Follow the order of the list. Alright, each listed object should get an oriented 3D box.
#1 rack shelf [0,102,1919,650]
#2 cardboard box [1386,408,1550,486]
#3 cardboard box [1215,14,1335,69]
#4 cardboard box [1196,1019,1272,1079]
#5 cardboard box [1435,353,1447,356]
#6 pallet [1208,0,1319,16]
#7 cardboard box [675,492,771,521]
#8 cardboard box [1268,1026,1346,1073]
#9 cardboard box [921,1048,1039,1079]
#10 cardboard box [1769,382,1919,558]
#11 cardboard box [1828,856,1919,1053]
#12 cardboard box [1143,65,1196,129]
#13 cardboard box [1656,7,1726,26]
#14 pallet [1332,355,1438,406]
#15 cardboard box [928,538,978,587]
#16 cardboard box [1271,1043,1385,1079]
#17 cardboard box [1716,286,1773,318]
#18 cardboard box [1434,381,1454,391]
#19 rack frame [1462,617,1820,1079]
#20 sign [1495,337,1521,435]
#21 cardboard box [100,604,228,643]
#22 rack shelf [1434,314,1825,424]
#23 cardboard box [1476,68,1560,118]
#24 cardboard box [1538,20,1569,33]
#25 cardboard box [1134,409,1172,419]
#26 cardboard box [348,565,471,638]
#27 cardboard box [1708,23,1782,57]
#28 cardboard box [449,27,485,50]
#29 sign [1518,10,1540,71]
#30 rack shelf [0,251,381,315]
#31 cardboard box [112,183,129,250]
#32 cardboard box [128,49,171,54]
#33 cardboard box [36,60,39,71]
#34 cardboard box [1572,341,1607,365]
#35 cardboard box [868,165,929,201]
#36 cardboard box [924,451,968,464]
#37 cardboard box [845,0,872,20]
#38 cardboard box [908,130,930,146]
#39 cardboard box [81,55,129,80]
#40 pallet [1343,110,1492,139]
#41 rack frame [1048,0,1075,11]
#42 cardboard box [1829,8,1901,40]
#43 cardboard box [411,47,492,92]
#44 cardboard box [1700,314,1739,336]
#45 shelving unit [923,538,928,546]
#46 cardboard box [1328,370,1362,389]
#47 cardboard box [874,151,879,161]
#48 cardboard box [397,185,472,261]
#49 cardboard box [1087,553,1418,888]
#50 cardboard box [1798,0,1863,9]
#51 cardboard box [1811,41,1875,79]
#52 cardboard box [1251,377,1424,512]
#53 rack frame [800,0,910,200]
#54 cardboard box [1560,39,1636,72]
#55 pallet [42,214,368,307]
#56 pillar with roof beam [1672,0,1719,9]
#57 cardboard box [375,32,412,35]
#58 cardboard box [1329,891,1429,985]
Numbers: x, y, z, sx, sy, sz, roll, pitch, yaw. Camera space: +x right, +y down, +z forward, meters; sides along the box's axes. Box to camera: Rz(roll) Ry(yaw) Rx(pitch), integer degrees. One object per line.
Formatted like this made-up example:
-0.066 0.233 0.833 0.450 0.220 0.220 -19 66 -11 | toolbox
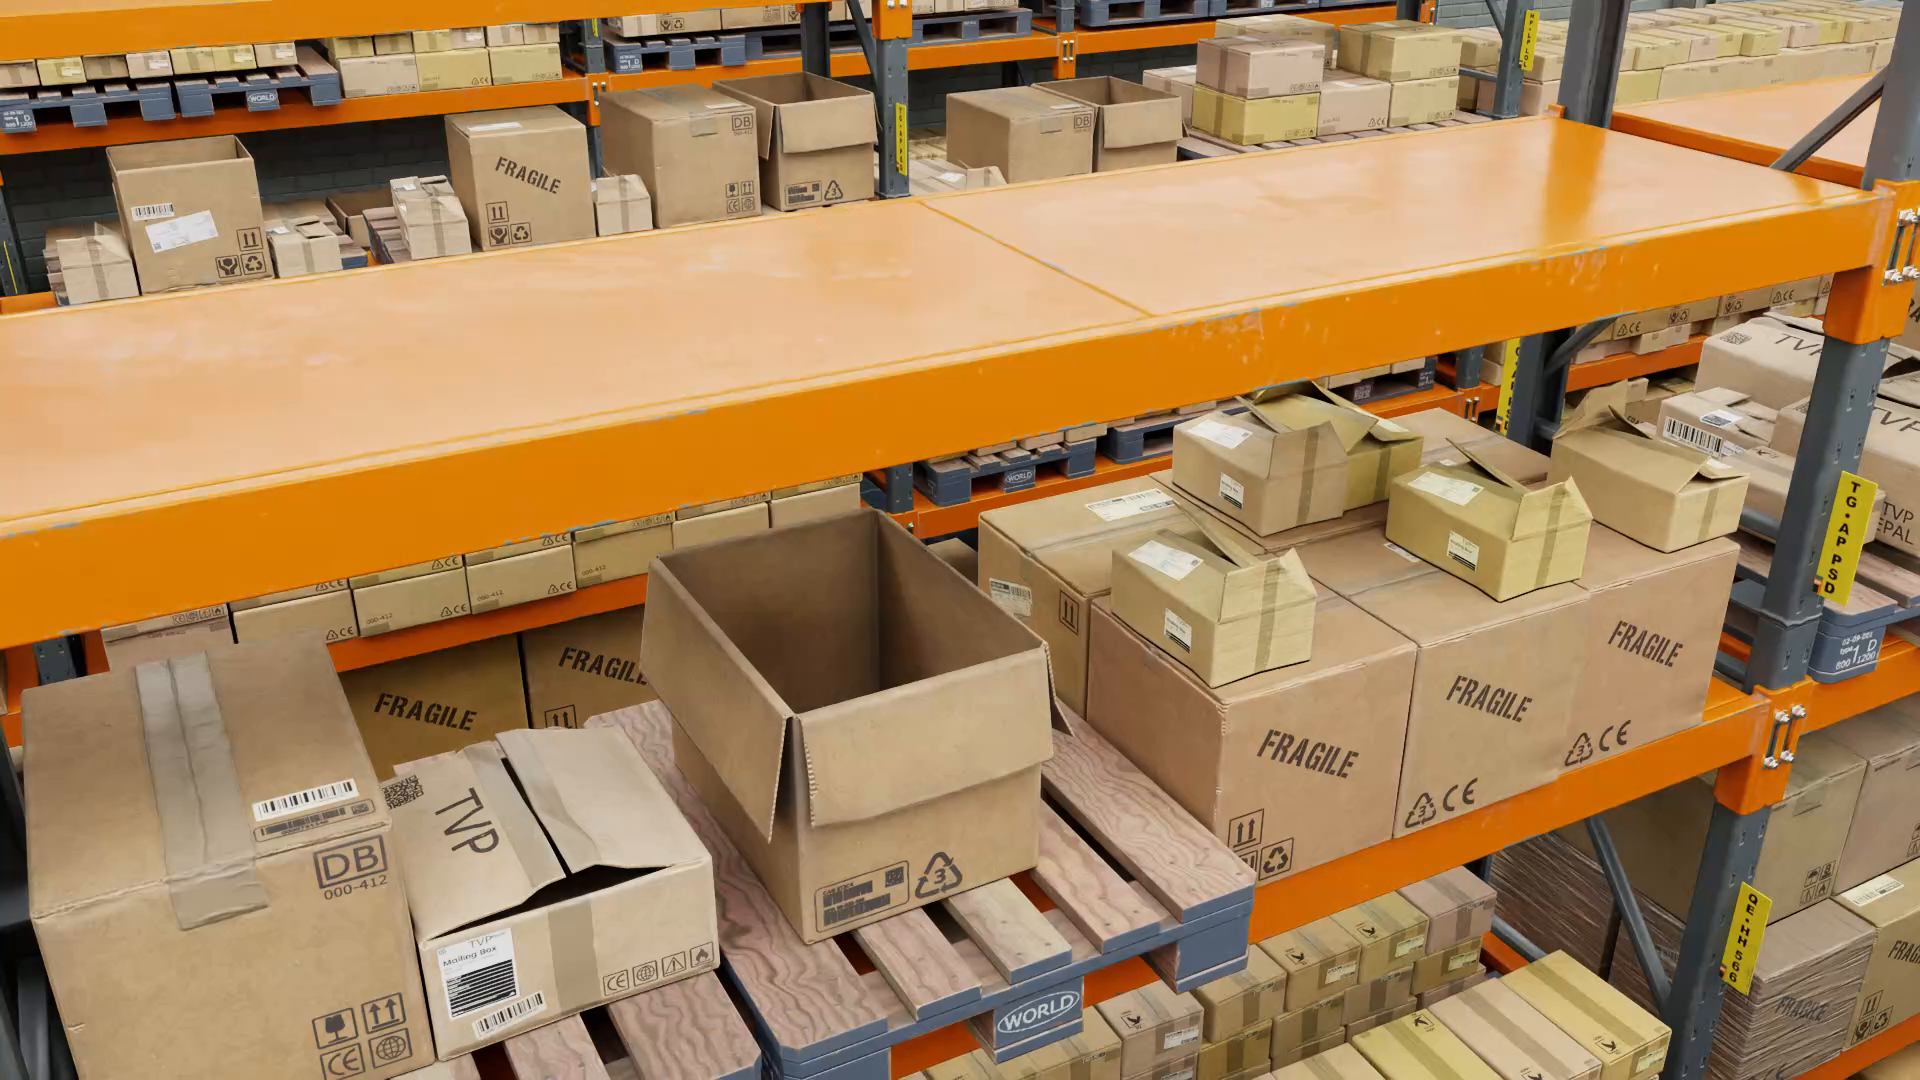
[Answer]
0.121 -0.418 3.318 4.000 0.370 1.077 -13 29 -25 | rack shelf
1.257 -0.008 4.521 0.500 0.500 0.500 -13 29 -25 | cardboard box
1.858 -2.938 9.850 0.500 0.250 0.500 -14 29 -26 | cardboard box
0.670 1.350 4.737 0.250 0.149 0.380 -13 28 -25 | cardboard box
3.137 -1.378 11.247 0.250 0.149 0.380 -13 29 -26 | cardboard box
2.474 -4.947 15.027 1.213 0.211 1.003 -13 29 -25 | pallet
-1.291 -0.351 8.414 0.500 0.250 0.500 -14 29 -26 | cardboard box
0.922 1.423 4.929 0.250 0.149 0.380 -11 28 -23 | cardboard box
0.006 1.368 4.354 0.250 0.149 0.380 -13 29 -26 | cardboard box
2.628 -0.235 4.612 0.500 0.311 0.500 -13 29 -25 | cardboard box
2.857 1.237 5.395 0.500 0.500 0.500 -13 29 -26 | cardboard box
1.412 -2.603 9.731 0.500 0.250 0.500 -13 29 -26 | cardboard box
4.953 -3.512 11.304 0.250 0.149 0.380 -12 28 -24 | cardboard box
2.254 -1.123 10.647 1.213 0.211 1.003 -13 29 -25 | pallet
-0.029 0.389 9.827 0.625 0.372 0.950 -15 30 -29 | cardboard box
0.982 1.465 4.153 0.250 0.149 0.380 -12 28 -24 | cardboard box
5.290 -1.887 11.557 0.500 0.500 0.500 -13 29 -25 | cardboard box
3.393 -0.820 11.621 0.500 0.500 0.500 -13 29 -26 | cardboard box
1.886 1.375 5.223 0.127 3.000 1.000 -13 29 -25 | rack frame
1.632 -0.460 4.890 0.005 0.325 0.100 -13 29 -25 | sign
-3.541 0.180 7.307 0.500 0.250 0.500 -14 29 -27 | cardboard box
4.762 -1.393 11.818 4.000 0.370 1.077 -13 29 -25 | rack shelf
3.514 -2.713 10.102 0.500 0.250 0.500 -14 29 -26 | cardboard box
3.806 -3.260 10.780 0.250 0.149 0.380 -12 28 -24 | cardboard box
1.030 -0.849 9.659 0.250 0.149 0.380 -12 28 -23 | cardboard box
-2.634 0.194 7.855 0.500 0.250 0.500 -13 29 -26 | cardboard box
5.030 -3.216 10.688 0.250 0.149 0.380 -12 28 -24 | cardboard box
-3.553 -3.601 11.834 0.250 0.149 0.380 -12 28 -24 | cardboard box
3.262 -2.861 9.528 0.005 0.325 0.100 -13 29 -25 | sign
-2.297 -1.116 7.776 4.000 0.370 1.077 -13 29 -25 | rack shelf
-3.383 -1.441 7.241 0.500 0.311 0.500 -13 29 -25 | cardboard box
-5.270 -3.256 10.747 0.250 0.149 0.380 -13 29 -26 | cardboard box
-6.166 -3.137 10.844 0.250 0.149 0.380 -13 29 -25 | cardboard box
4.079 -1.312 11.110 0.250 0.149 0.380 -12 28 -24 | cardboard box
-0.353 -1.878 8.823 0.250 0.149 0.380 -13 29 -25 | cardboard box
-0.158 -0.566 9.071 0.250 0.149 0.380 -15 29 -28 | cardboard box
-0.850 -4.181 13.018 0.250 0.149 0.380 -13 29 -26 | cardboard box
-0.451 -3.407 14.318 0.250 0.149 0.380 -13 29 -26 | cardboard box
-5.528 -3.086 10.738 0.250 0.149 0.380 -13 28 -25 | cardboard box
2.402 -2.492 10.029 1.003 0.211 1.213 -13 29 -25 | pallet
0.658 -5.909 13.463 0.127 3.000 1.000 -13 29 -25 | rack frame
6.121 -3.503 11.286 0.250 0.149 0.380 -12 28 -24 | cardboard box
-3.653 -3.375 11.823 0.500 0.250 0.500 -13 29 -25 | cardboard box
5.202 -1.566 11.638 0.250 0.149 0.380 -13 29 -26 | cardboard box
0.006 -0.677 11.230 0.755 1.500 0.431 -13 29 -25 | shelving unit
2.221 -1.062 10.104 0.250 0.149 0.380 -14 29 -26 | cardboard box
-0.652 -3.116 13.712 0.250 0.149 0.380 -13 28 -25 | cardboard box
-2.285 -1.400 7.206 0.258 0.266 0.396 -11 28 -21 | cardboard box
0.624 0.398 3.676 0.500 0.500 0.500 -13 29 -25 | cardboard box
6.117 -3.728 11.755 0.250 0.149 0.380 -13 29 -25 | cardboard box
5.751 -3.239 11.197 0.500 0.250 0.500 -13 29 -26 | cardboard box
0.945 -0.285 4.215 0.258 0.266 0.396 -13 29 -25 | cardboard box
-0.532 -3.199 7.819 0.127 3.000 1.000 -13 29 -25 | rack frame
3.882 -2.962 10.159 0.250 0.149 0.380 -14 29 -27 | cardboard box
-3.276 -1.152 7.241 1.217 0.209 0.805 -14 29 -27 | pallet
10.469 -6.504 14.702 0.400 9.000 9.100 -13 29 -25 | pillar with roof beam
-3.959 -3.593 11.474 0.250 0.149 0.380 -14 29 -26 | cardboard box
1.151 1.107 4.900 0.250 0.149 0.380 -14 29 -26 | cardboard box
